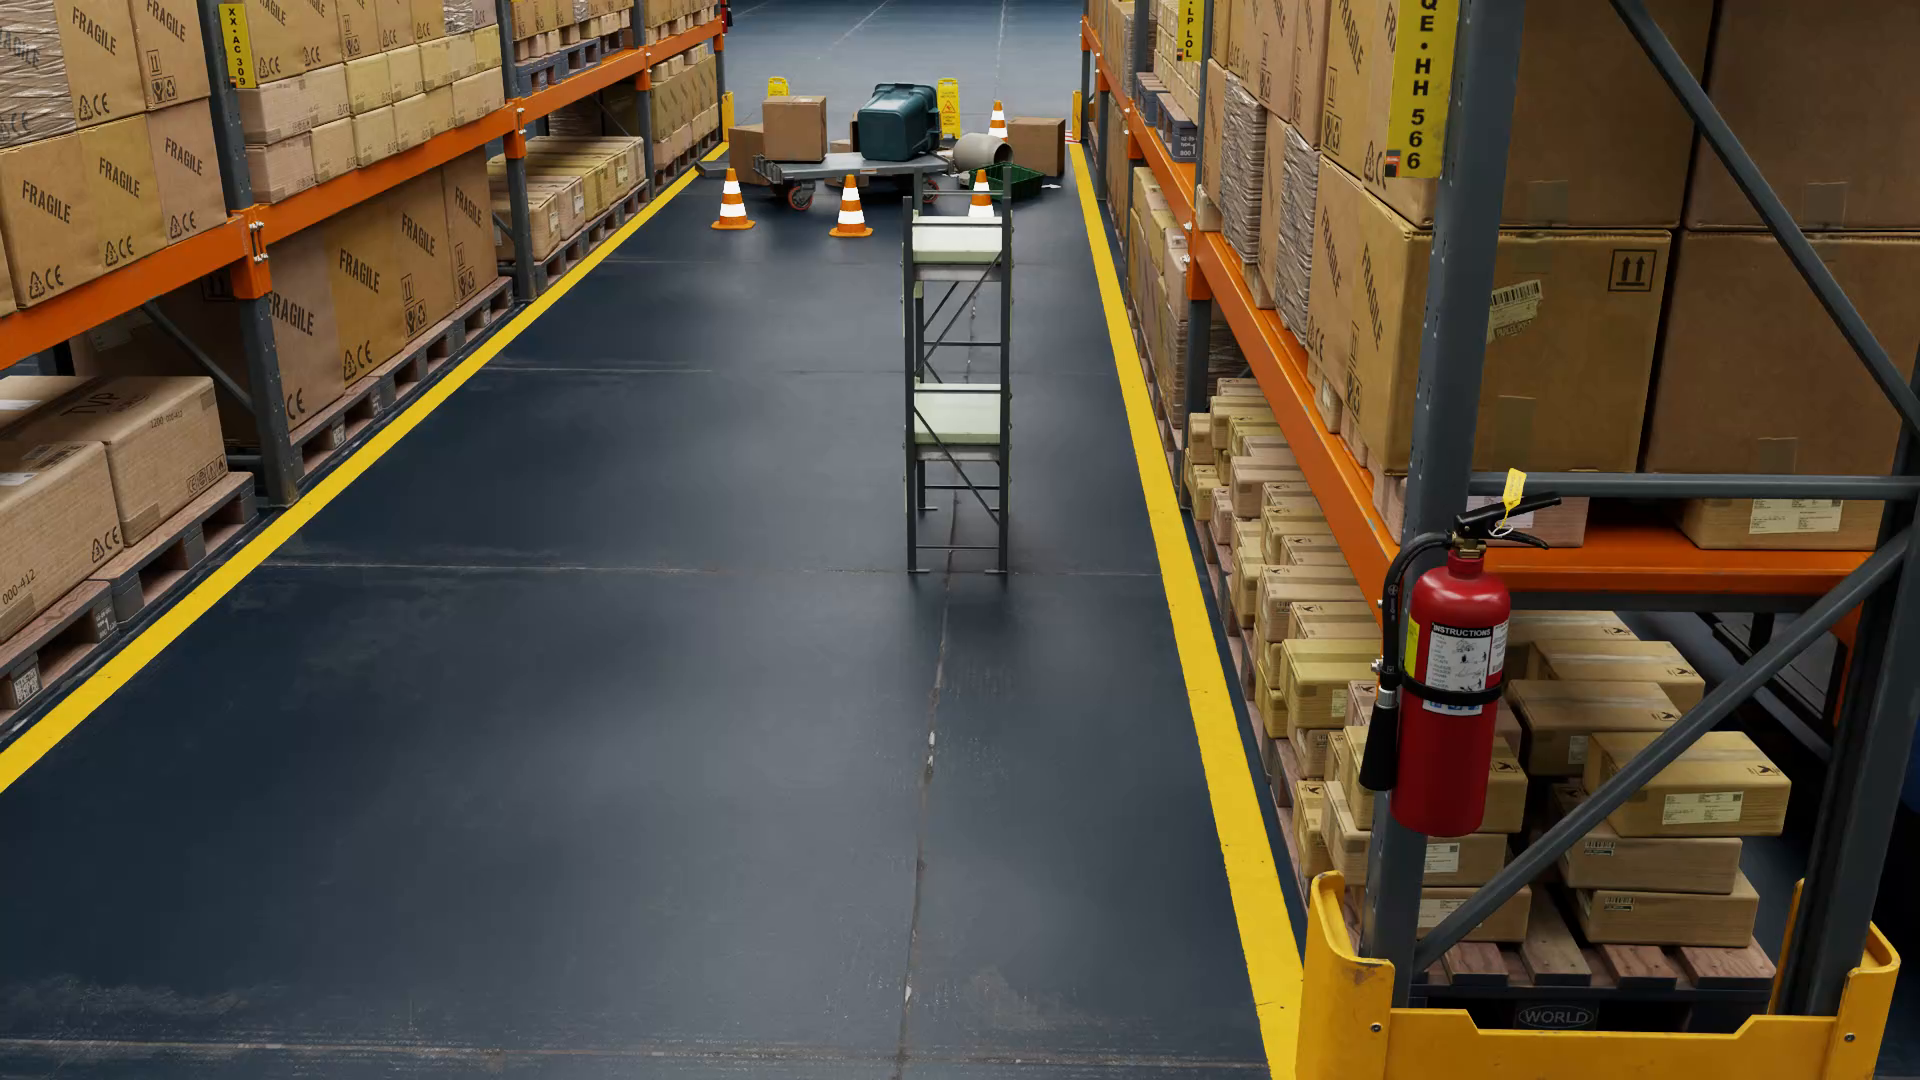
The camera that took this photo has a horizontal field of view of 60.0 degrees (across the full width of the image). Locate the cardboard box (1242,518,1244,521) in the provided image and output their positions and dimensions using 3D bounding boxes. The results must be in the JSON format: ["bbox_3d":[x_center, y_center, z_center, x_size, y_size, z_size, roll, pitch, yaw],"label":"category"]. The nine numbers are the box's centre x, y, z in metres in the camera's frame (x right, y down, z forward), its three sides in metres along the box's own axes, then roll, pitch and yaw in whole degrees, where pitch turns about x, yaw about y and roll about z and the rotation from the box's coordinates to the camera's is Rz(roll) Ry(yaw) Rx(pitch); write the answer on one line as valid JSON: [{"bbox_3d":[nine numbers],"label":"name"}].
[{"bbox_3d":[1.247,-0.140,6.192,0.380,0.149,0.250,0,21,-1],"label":"cardboard box"}]

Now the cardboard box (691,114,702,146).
[{"bbox_3d":[-2.897,-4.139,16.771,0.500,0.250,0.500,0,21,0],"label":"cardboard box"}]

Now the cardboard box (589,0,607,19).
[{"bbox_3d":[-3.049,-4.297,12.826,0.500,0.500,0.500,1,21,3],"label":"cardboard box"}]

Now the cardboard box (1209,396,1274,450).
[{"bbox_3d":[1.193,-0.463,6.615,0.380,0.149,0.250,2,21,4],"label":"cardboard box"}]

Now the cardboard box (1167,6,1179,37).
[{"bbox_3d":[1.366,-2.896,9.291,0.380,0.149,0.250,0,21,-1],"label":"cardboard box"}]

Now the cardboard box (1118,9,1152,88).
[{"bbox_3d":[1.362,-3.380,11.454,0.500,0.500,0.500,1,21,2],"label":"cardboard box"}]

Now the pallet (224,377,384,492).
[{"bbox_3d":[-3.524,-0.538,8.124,1.003,0.211,1.213,1,21,2],"label":"pallet"}]

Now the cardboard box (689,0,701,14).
[{"bbox_3d":[-2.887,-5.521,16.563,0.500,0.500,0.500,1,21,1],"label":"cardboard box"}]

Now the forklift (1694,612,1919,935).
[{"bbox_3d":[2.978,-0.600,4.525,1.130,2.935,3.031,-1,21,-2],"label":"forklift"}]

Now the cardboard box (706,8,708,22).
[{"bbox_3d":[-2.831,-5.457,17.295,0.380,0.149,0.250,0,21,1],"label":"cardboard box"}]

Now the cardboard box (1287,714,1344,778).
[{"bbox_3d":[1.101,0.518,4.495,0.380,0.149,0.250,0,21,-1],"label":"cardboard box"}]

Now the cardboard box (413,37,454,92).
[{"bbox_3d":[-3.119,-2.619,9.149,0.500,0.250,0.500,0,21,0],"label":"cardboard box"}]

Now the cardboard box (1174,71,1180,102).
[{"bbox_3d":[1.346,-2.427,8.903,0.380,0.149,0.250,1,21,2],"label":"cardboard box"}]

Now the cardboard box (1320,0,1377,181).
[{"bbox_3d":[1.137,-1.097,3.778,0.500,0.500,0.500,0,21,0],"label":"cardboard box"}]

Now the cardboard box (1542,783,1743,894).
[{"bbox_3d":[1.629,0.714,3.992,0.380,0.149,0.250,2,21,4],"label":"cardboard box"}]

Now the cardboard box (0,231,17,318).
[{"bbox_3d":[-3.273,-0.877,5.005,0.500,0.500,0.500,1,21,3],"label":"cardboard box"}]

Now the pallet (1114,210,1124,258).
[{"bbox_3d":[1.739,-2.411,12.951,1.003,0.211,1.213,1,21,2],"label":"pallet"}]

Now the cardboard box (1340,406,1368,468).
[{"bbox_3d":[1.122,-0.279,3.947,0.380,0.149,0.250,0,21,1],"label":"cardboard box"}]

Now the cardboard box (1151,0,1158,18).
[{"bbox_3d":[1.624,-3.662,10.799,0.700,0.500,0.500,1,21,1],"label":"cardboard box"}]

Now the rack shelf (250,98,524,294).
[{"bbox_3d":[-3.412,-1.946,8.893,1.077,0.370,4.000,1,21,2],"label":"rack shelf"}]

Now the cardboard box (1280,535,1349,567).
[{"bbox_3d":[1.208,0.097,5.169,0.380,0.149,0.250,0,21,0],"label":"cardboard box"}]

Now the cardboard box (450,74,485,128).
[{"bbox_3d":[-3.107,-2.564,9.698,0.500,0.250,0.500,1,21,3],"label":"cardboard box"}]

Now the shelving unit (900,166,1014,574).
[{"bbox_3d":[0.000,-0.702,6.764,0.431,1.500,0.755,1,21,2],"label":"shelving unit"}]

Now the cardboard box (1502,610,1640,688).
[{"bbox_3d":[1.661,0.295,4.661,0.380,0.149,0.250,0,21,-1],"label":"cardboard box"}]

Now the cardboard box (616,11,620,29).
[{"bbox_3d":[-2.995,-4.245,13.591,0.380,0.149,0.250,0,21,0],"label":"cardboard box"}]

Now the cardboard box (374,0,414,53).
[{"bbox_3d":[-3.157,-2.780,8.526,0.500,0.500,0.500,0,21,1],"label":"cardboard box"}]

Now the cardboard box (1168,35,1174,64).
[{"bbox_3d":[1.366,-2.746,9.314,0.380,0.149,0.250,1,21,2],"label":"cardboard box"}]

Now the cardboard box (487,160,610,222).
[{"bbox_3d":[-3.281,-2.721,12.946,0.950,0.372,0.625,1,21,3],"label":"cardboard box"}]

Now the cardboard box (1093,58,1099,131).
[{"bbox_3d":[1.889,-4.839,17.710,0.875,0.875,0.875,1,21,2],"label":"cardboard box"}]

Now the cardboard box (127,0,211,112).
[{"bbox_3d":[-3.211,-1.898,6.252,0.500,0.500,0.500,0,21,1],"label":"cardboard box"}]

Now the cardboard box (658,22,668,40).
[{"bbox_3d":[-2.923,-4.722,15.398,0.380,0.149,0.250,1,21,3],"label":"cardboard box"}]

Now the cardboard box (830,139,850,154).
[{"bbox_3d":[-1.128,-4.072,17.319,0.380,0.149,0.250,13,25,29],"label":"cardboard box"}]

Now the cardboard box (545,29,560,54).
[{"bbox_3d":[-3.030,-3.498,11.665,0.380,0.149,0.250,1,21,2],"label":"cardboard box"}]

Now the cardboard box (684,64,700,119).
[{"bbox_3d":[-2.906,-4.497,16.656,0.500,0.500,0.500,0,21,0],"label":"cardboard box"}]

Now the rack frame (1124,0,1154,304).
[{"bbox_3d":[1.600,-2.987,10.580,1.000,3.000,0.127,1,21,2],"label":"rack frame"}]

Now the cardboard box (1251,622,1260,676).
[{"bbox_3d":[1.133,0.377,5.272,0.380,0.149,0.250,1,21,3],"label":"cardboard box"}]

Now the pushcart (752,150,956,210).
[{"bbox_3d":[-0.949,-3.222,14.810,1.648,0.377,0.936,-7,22,-17],"label":"pushcart"}]

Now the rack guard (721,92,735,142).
[{"bbox_3d":[-3.110,-4.704,18.462,1.175,0.500,0.348,1,21,2],"label":"rack guard"}]

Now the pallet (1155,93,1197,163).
[{"bbox_3d":[1.581,-2.181,8.769,1.003,0.211,1.213,1,21,2],"label":"pallet"}]

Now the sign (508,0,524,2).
[{"bbox_3d":[-2.796,-3.540,10.404,0.100,0.325,0.005,1,21,2],"label":"sign"}]

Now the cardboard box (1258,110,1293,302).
[{"bbox_3d":[1.165,-0.995,4.896,0.500,0.500,0.500,2,21,4],"label":"cardboard box"}]

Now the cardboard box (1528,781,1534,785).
[{"bbox_3d":[1.619,0.668,4.522,0.380,0.149,0.250,1,21,2],"label":"cardboard box"}]

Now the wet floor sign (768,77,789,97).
[{"bbox_3d":[-2.032,-4.857,18.654,0.267,0.644,0.232,8,23,20],"label":"wet floor sign"}]

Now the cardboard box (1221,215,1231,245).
[{"bbox_3d":[1.209,-1.230,6.401,0.380,0.149,0.250,1,21,3],"label":"cardboard box"}]

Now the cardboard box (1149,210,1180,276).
[{"bbox_3d":[1.279,-1.570,8.766,0.500,0.250,0.500,0,21,-1],"label":"cardboard box"}]

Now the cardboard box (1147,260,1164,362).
[{"bbox_3d":[1.285,-1.212,8.882,0.500,0.500,0.500,0,21,0],"label":"cardboard box"}]

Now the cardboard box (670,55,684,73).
[{"bbox_3d":[-2.859,-4.555,15.909,0.380,0.149,0.250,2,21,5],"label":"cardboard box"}]

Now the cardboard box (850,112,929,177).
[{"bbox_3d":[-0.651,-3.796,15.928,0.797,0.637,0.503,1,21,2],"label":"cardboard box"}]

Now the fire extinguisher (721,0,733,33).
[{"bbox_3d":[-2.643,-5.898,18.189,0.296,0.674,0.183,1,21,2],"label":"fire extinguisher"}]

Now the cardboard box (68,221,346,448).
[{"bbox_3d":[-3.534,-0.989,7.787,0.875,0.875,0.875,1,21,3],"label":"cardboard box"}]

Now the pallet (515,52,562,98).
[{"bbox_3d":[-3.436,-3.174,11.328,1.213,0.211,1.003,1,21,2],"label":"pallet"}]

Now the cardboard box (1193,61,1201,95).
[{"bbox_3d":[1.314,-2.188,7.876,0.380,0.149,0.250,0,21,0],"label":"cardboard box"}]
